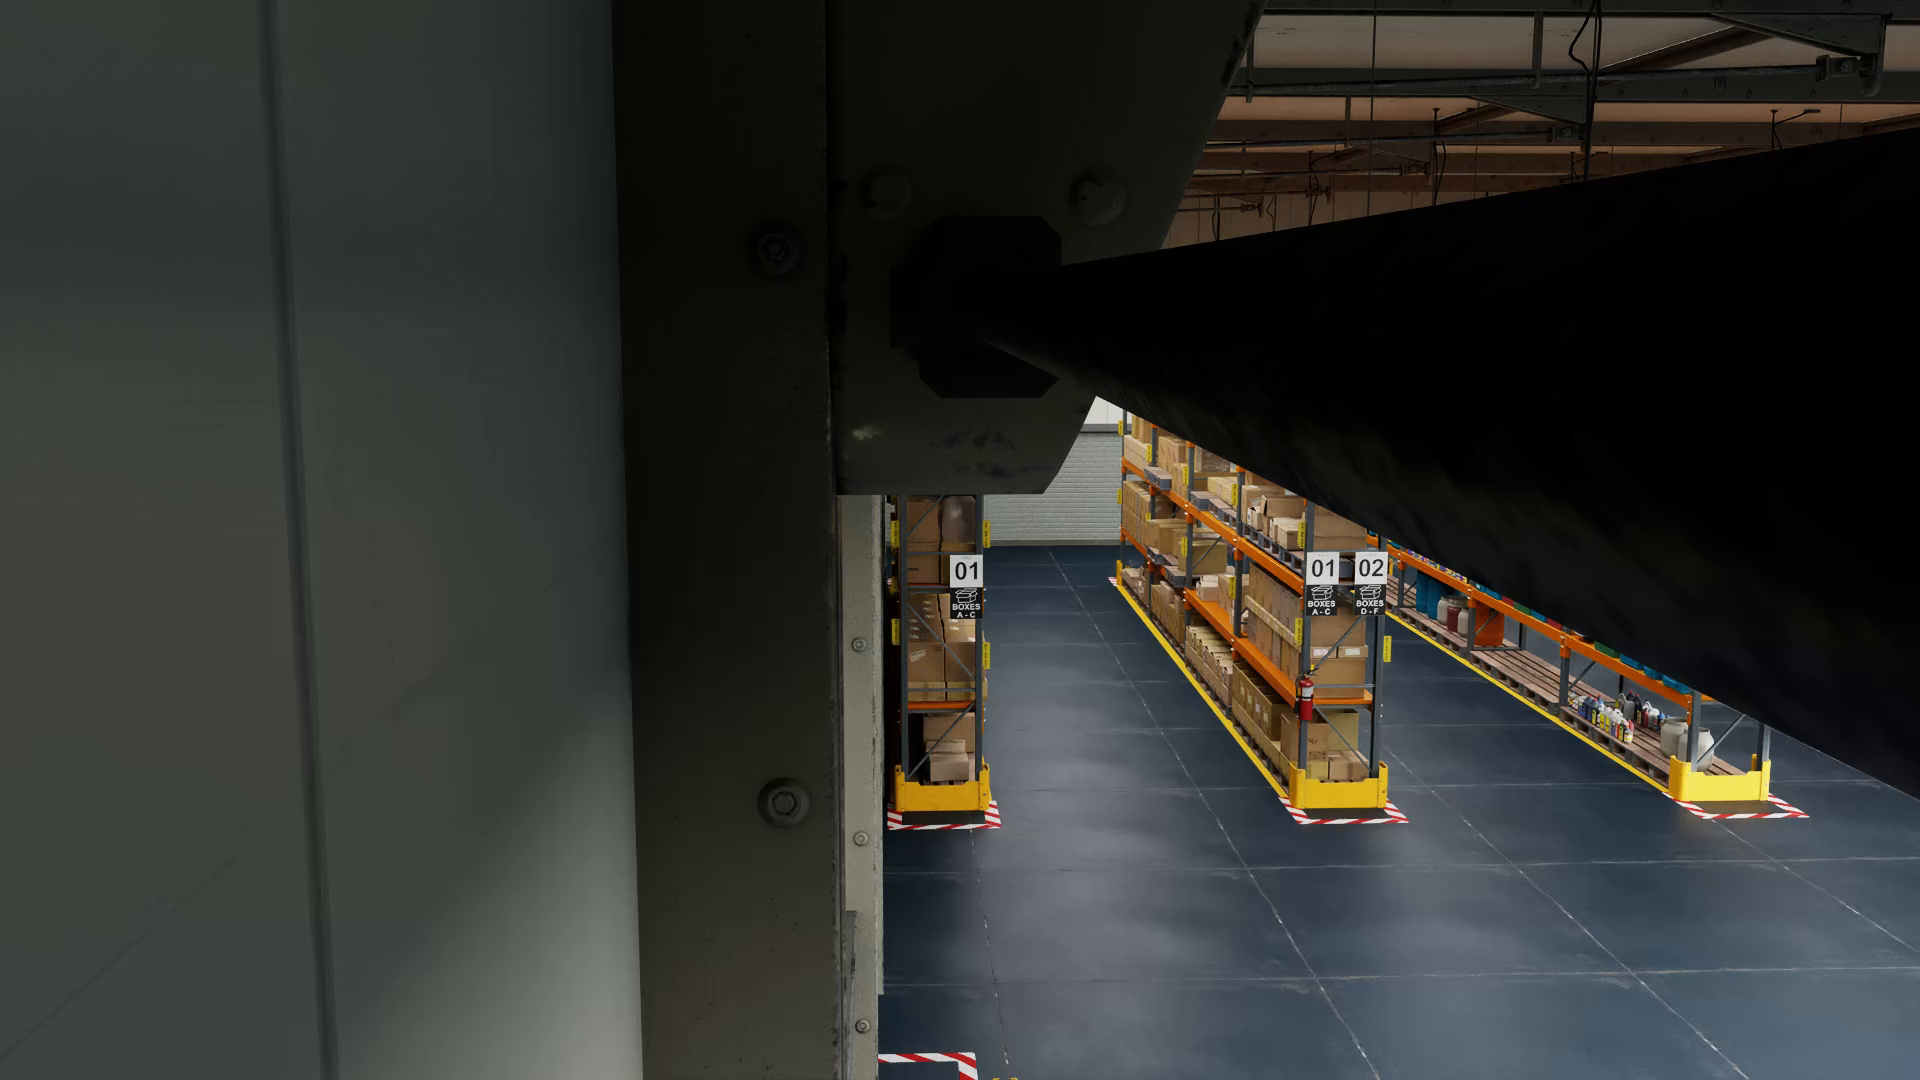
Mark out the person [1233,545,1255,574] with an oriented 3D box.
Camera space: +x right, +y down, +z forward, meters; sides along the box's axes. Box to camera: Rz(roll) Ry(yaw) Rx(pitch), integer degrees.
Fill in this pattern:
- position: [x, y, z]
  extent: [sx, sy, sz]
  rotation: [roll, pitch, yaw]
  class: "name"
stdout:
- position: [5.989, 0.394, 34.988]
  extent: [0.564, 1.656, 0.670]
  rotation: [-1, 9, -10]
  class: "person"
